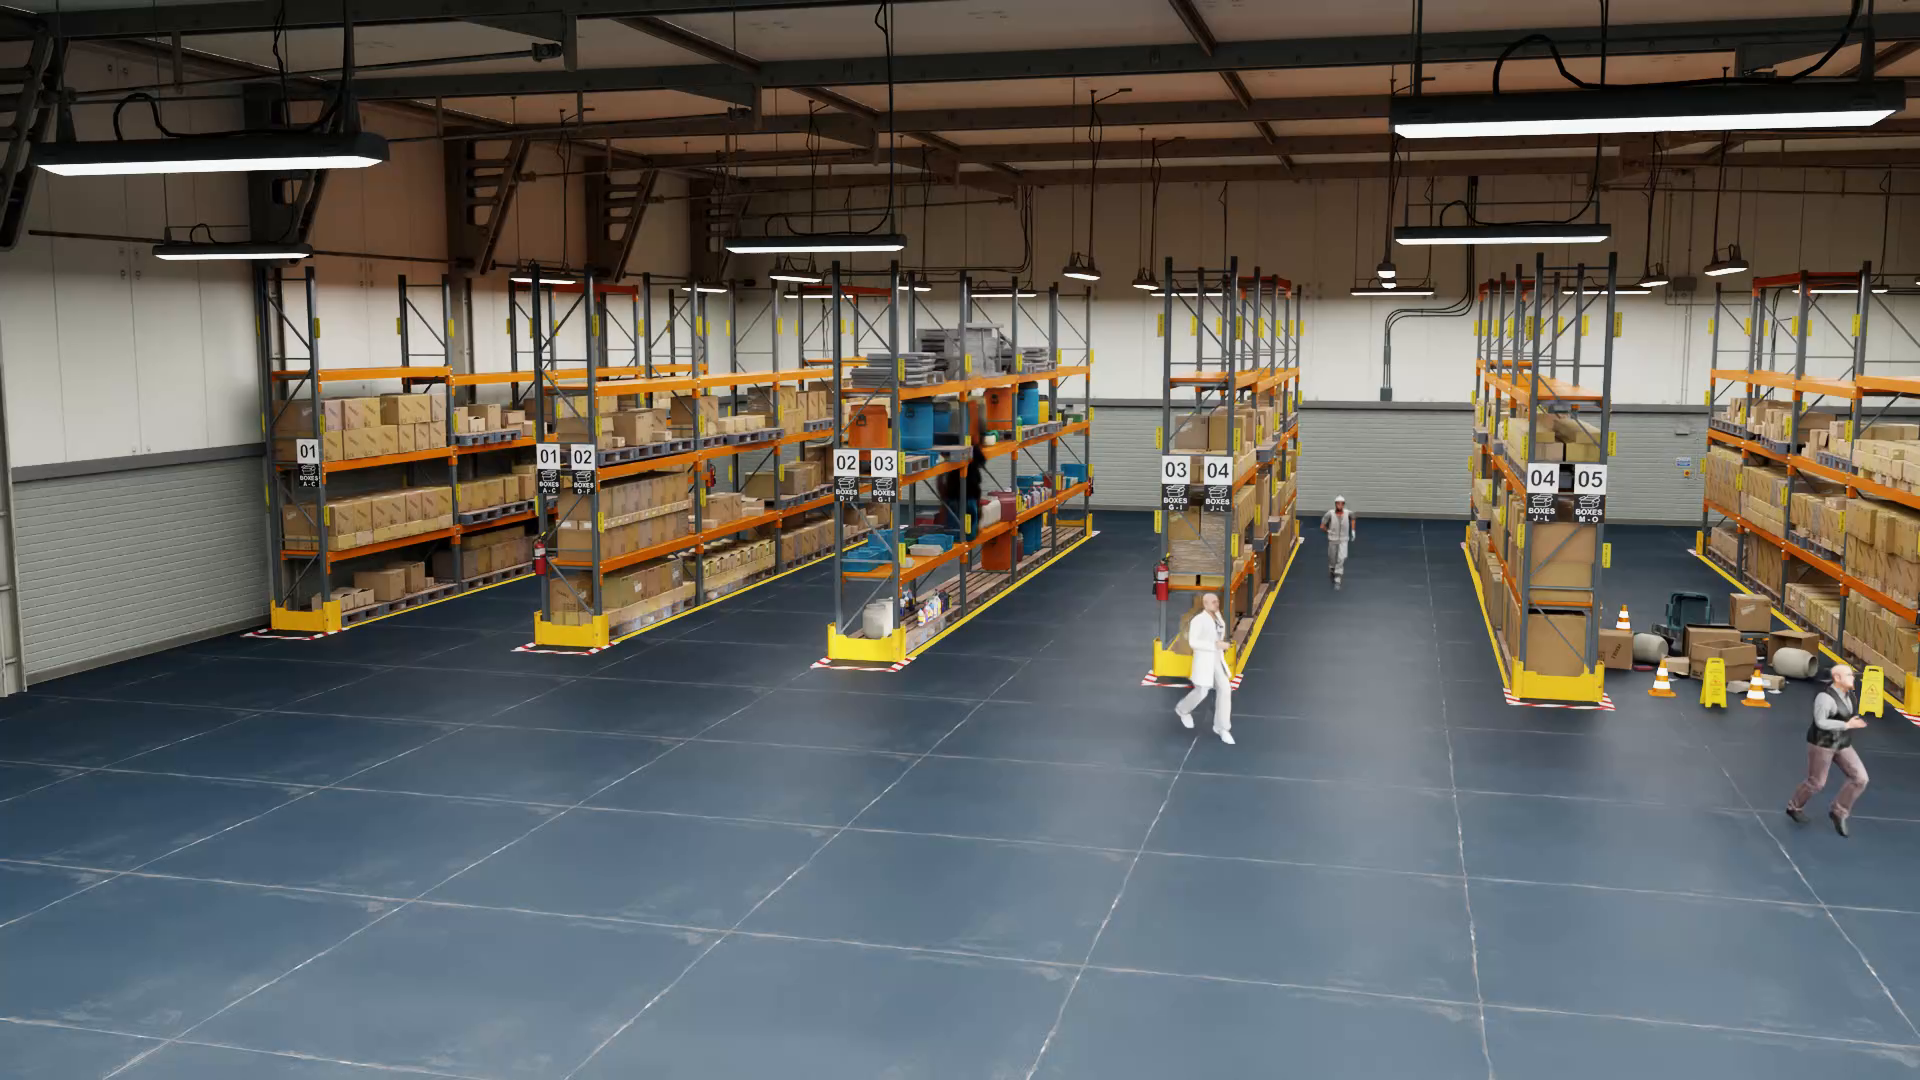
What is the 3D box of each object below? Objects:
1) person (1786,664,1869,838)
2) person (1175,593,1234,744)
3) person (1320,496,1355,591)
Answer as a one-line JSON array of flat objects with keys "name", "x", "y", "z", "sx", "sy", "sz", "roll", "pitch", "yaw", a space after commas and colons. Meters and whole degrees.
[{"name": "person", "x": 8.636, "y": 2.071, "z": 16.515, "sx": 0.680, "sy": 1.735, "sz": 0.825, "roll": -4, "pitch": 8, "yaw": -29}, {"name": "person", "x": 3.008, "y": 1.556, "z": 20.443, "sx": 0.738, "sy": 1.854, "sz": 0.971, "roll": -6, "pitch": 9, "yaw": -40}, {"name": "person", "x": 7.320, "y": 0.029, "z": 32.227, "sx": 0.686, "sy": 1.782, "sz": 1.052, "roll": 1, "pitch": 7, "yaw": 7}]
